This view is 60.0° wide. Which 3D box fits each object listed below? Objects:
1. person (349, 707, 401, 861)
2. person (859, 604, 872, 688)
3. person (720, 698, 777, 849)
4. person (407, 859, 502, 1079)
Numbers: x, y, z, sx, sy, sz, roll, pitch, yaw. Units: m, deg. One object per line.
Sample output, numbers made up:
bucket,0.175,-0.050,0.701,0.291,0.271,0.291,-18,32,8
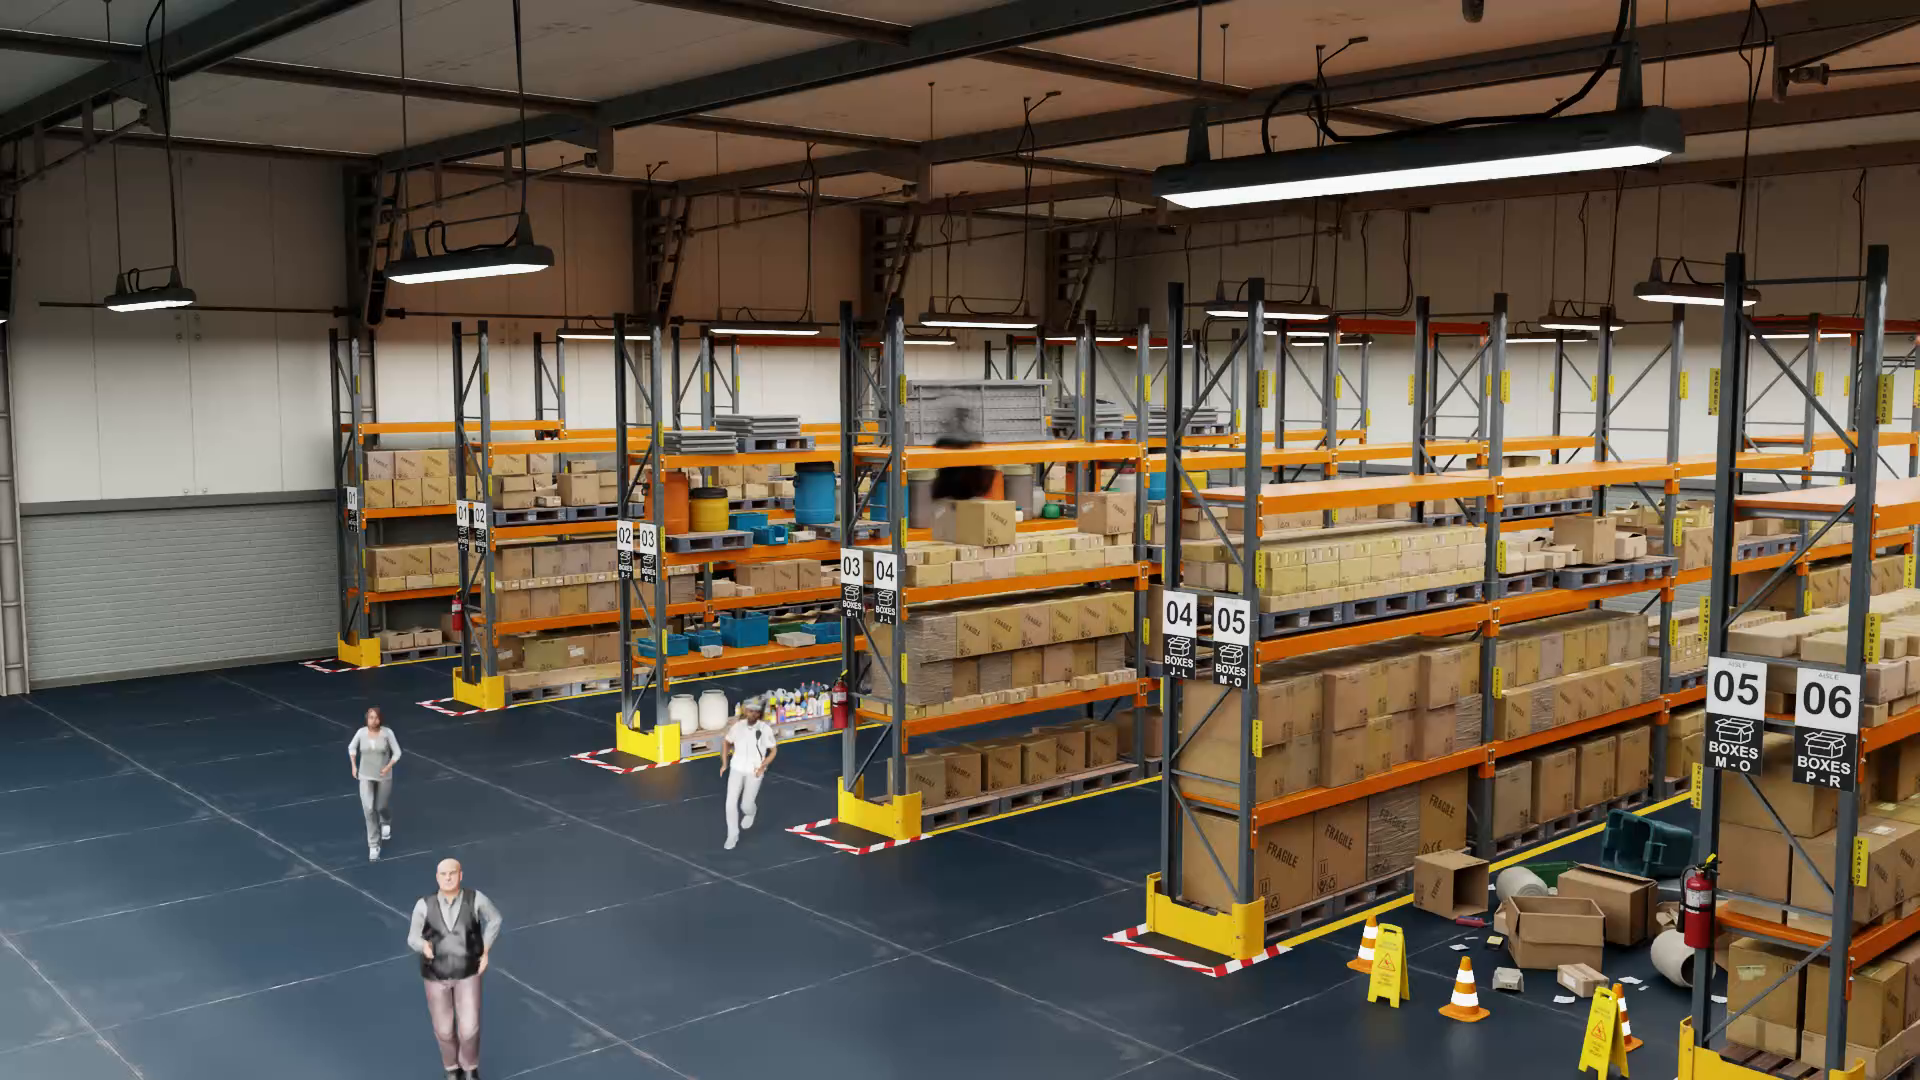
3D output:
person,-6.350,2.602,18.067,0.551,1.617,0.821,-1,6,-15
person,-1.645,1.649,27.128,0.829,1.631,0.574,-4,7,-37
person,-2.332,2.549,18.416,0.619,1.657,0.632,1,6,7
person,-3.616,3.149,11.888,0.641,1.728,0.658,-1,6,-10
